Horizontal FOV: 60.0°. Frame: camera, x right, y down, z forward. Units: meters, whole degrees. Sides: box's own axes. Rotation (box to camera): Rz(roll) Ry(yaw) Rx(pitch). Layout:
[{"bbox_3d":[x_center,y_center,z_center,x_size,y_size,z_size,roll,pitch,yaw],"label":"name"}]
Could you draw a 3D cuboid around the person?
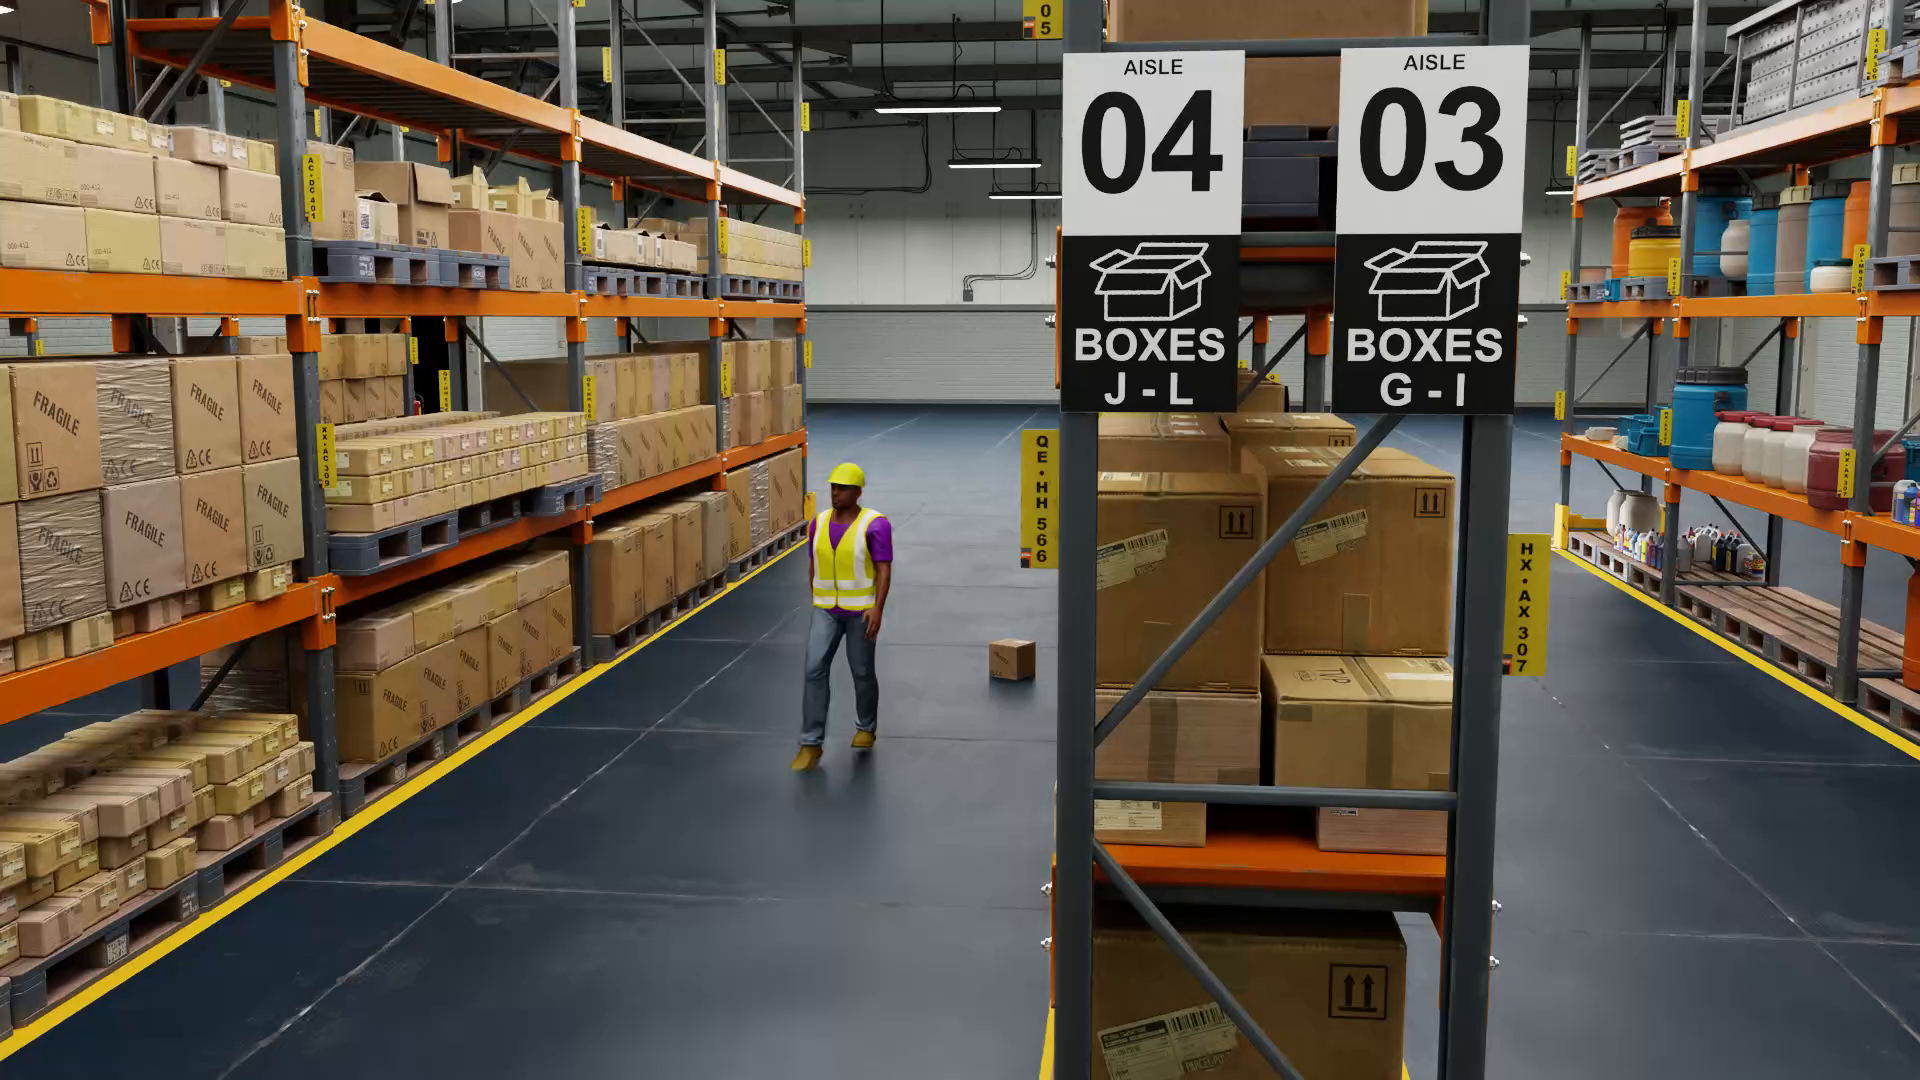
[{"bbox_3d":[-0.696,0.448,9.857,0.588,1.803,0.765,3,8,20],"label":"person"}]
